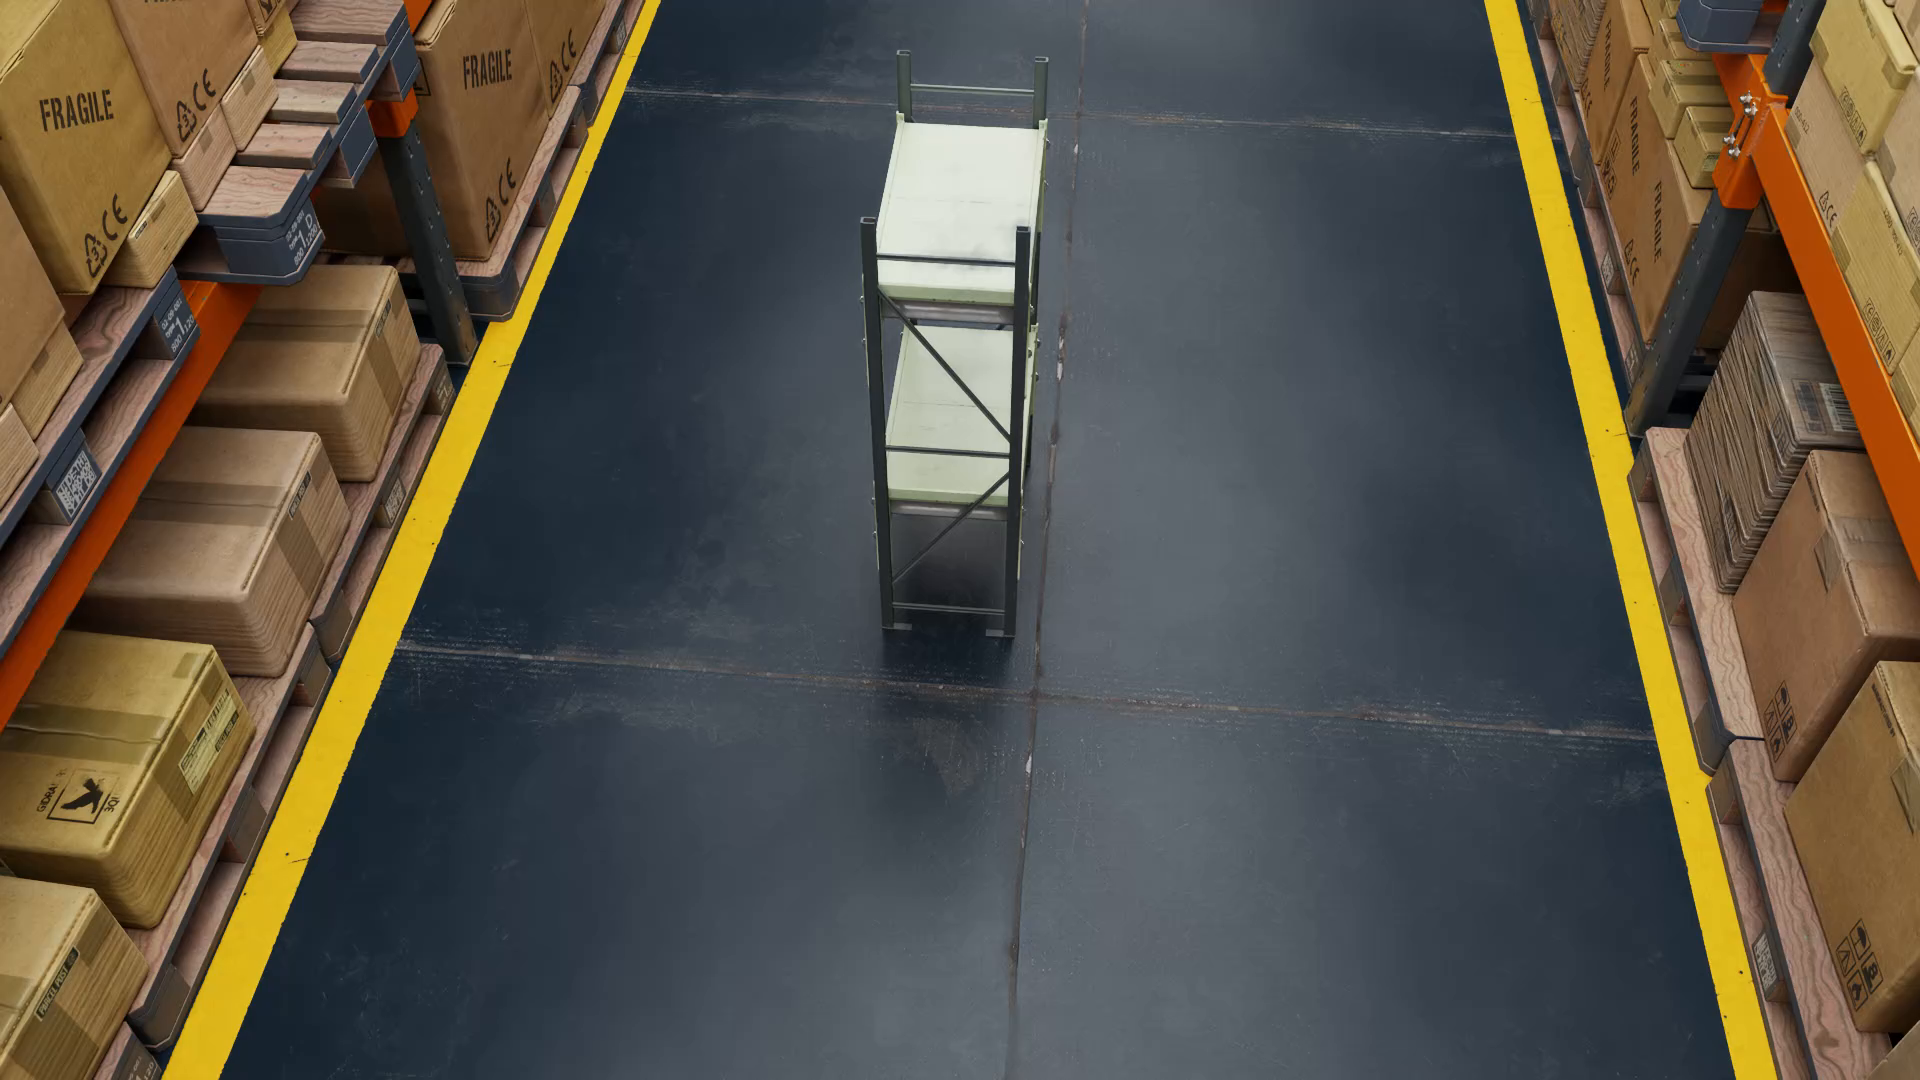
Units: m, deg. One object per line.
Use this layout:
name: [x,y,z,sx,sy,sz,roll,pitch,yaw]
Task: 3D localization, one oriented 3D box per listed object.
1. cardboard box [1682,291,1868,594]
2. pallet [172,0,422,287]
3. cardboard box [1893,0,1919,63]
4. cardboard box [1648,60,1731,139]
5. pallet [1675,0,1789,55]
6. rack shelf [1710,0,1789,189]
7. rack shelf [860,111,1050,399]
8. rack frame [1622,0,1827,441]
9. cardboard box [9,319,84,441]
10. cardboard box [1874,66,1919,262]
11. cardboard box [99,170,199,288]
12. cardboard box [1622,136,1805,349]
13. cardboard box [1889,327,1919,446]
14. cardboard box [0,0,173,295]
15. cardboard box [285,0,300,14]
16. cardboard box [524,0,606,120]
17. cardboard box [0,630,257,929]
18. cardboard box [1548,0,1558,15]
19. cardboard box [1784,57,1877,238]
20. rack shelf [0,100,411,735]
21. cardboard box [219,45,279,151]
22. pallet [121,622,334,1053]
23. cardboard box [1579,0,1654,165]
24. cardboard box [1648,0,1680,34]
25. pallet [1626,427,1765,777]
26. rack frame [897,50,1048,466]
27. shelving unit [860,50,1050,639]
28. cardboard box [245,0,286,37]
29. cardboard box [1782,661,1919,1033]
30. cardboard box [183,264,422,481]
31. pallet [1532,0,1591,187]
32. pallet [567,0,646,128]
cardboard box: [2.668,-0.243,4.764,0.875,0.625,0.625,5,48,5]
pallet: [-2.163,-1.096,4.350,1.213,0.211,1.003,4,48,4]
cardboard box: [2.393,-1.202,3.810,0.380,0.149,0.250,5,48,4]
cardboard box: [2.526,-1.460,5.522,0.380,0.149,0.250,2,48,2]
pallet: [2.731,-1.798,4.992,1.213,0.211,1.003,4,48,4]
rack shelf: [2.921,-2.587,6.071,1.077,0.370,4.000,4,48,4]
rack shelf: [-0.001,-0.765,4.404,0.431,0.370,0.720,4,48,4]
rack frame: [2.739,-1.360,4.461,1.000,3.000,0.127,4,48,4]
cardboard box: [-2.062,-0.348,3.421,0.380,0.149,0.250,2,48,2]
cardboard box: [2.408,-0.801,3.713,0.500,0.250,0.500,5,48,5]
cardboard box: [-1.973,-0.714,3.756,0.380,0.149,0.250,5,48,4]
cardboard box: [2.563,-0.984,5.526,0.500,0.500,0.500,5,48,5]
cardboard box: [2.364,-0.252,3.549,0.500,0.250,0.500,2,48,2]
cardboard box: [-2.050,-0.863,3.453,0.500,0.500,0.500,1,48,1]
cardboard box: [-2.000,-1.492,4.467,0.380,0.149,0.250,5,48,5]
cardboard box: [-1.973,-2.273,6.452,0.875,0.875,0.875,4,48,4]
cardboard box: [-2.400,0.568,4.194,0.950,0.372,0.625,5,48,5]
cardboard box: [2.747,-2.499,6.912,0.500,0.500,0.500,3,48,2]
cardboard box: [2.455,-1.000,4.234,0.500,0.250,0.500,4,48,4]
rack shelf: [-2.387,0.021,3.686,1.077,0.370,4.000,4,48,4]
cardboard box: [-1.931,-1.102,4.110,0.380,0.149,0.250,4,48,3]
pallet: [-2.391,0.718,4.450,1.003,0.211,1.213,4,48,4]
cardboard box: [2.664,-1.735,6.214,0.500,0.500,0.500,6,48,5]
cardboard box: [2.663,-1.841,5.871,0.380,0.149,0.250,5,48,5]
pallet: [2.625,0.183,4.940,1.003,0.211,1.213,4,48,4]
rack frame: [0.033,-0.770,4.938,0.400,1.500,0.023,4,48,4]
shelving unit: [-0.001,-0.501,4.692,0.431,1.500,0.755,4,48,4]
cardboard box: [-1.969,-1.615,4.140,0.500,0.500,0.500,3,48,2]
cardboard box: [2.556,0.732,3.872,0.875,0.625,0.625,2,48,2]
cardboard box: [-2.266,-0.532,5.200,0.950,0.372,0.625,1,48,1]
pallet: [2.958,-1.859,6.808,1.003,0.211,1.213,4,48,4]
pallet: [-1.944,-2.219,7.136,1.003,0.211,1.213,4,48,4]
